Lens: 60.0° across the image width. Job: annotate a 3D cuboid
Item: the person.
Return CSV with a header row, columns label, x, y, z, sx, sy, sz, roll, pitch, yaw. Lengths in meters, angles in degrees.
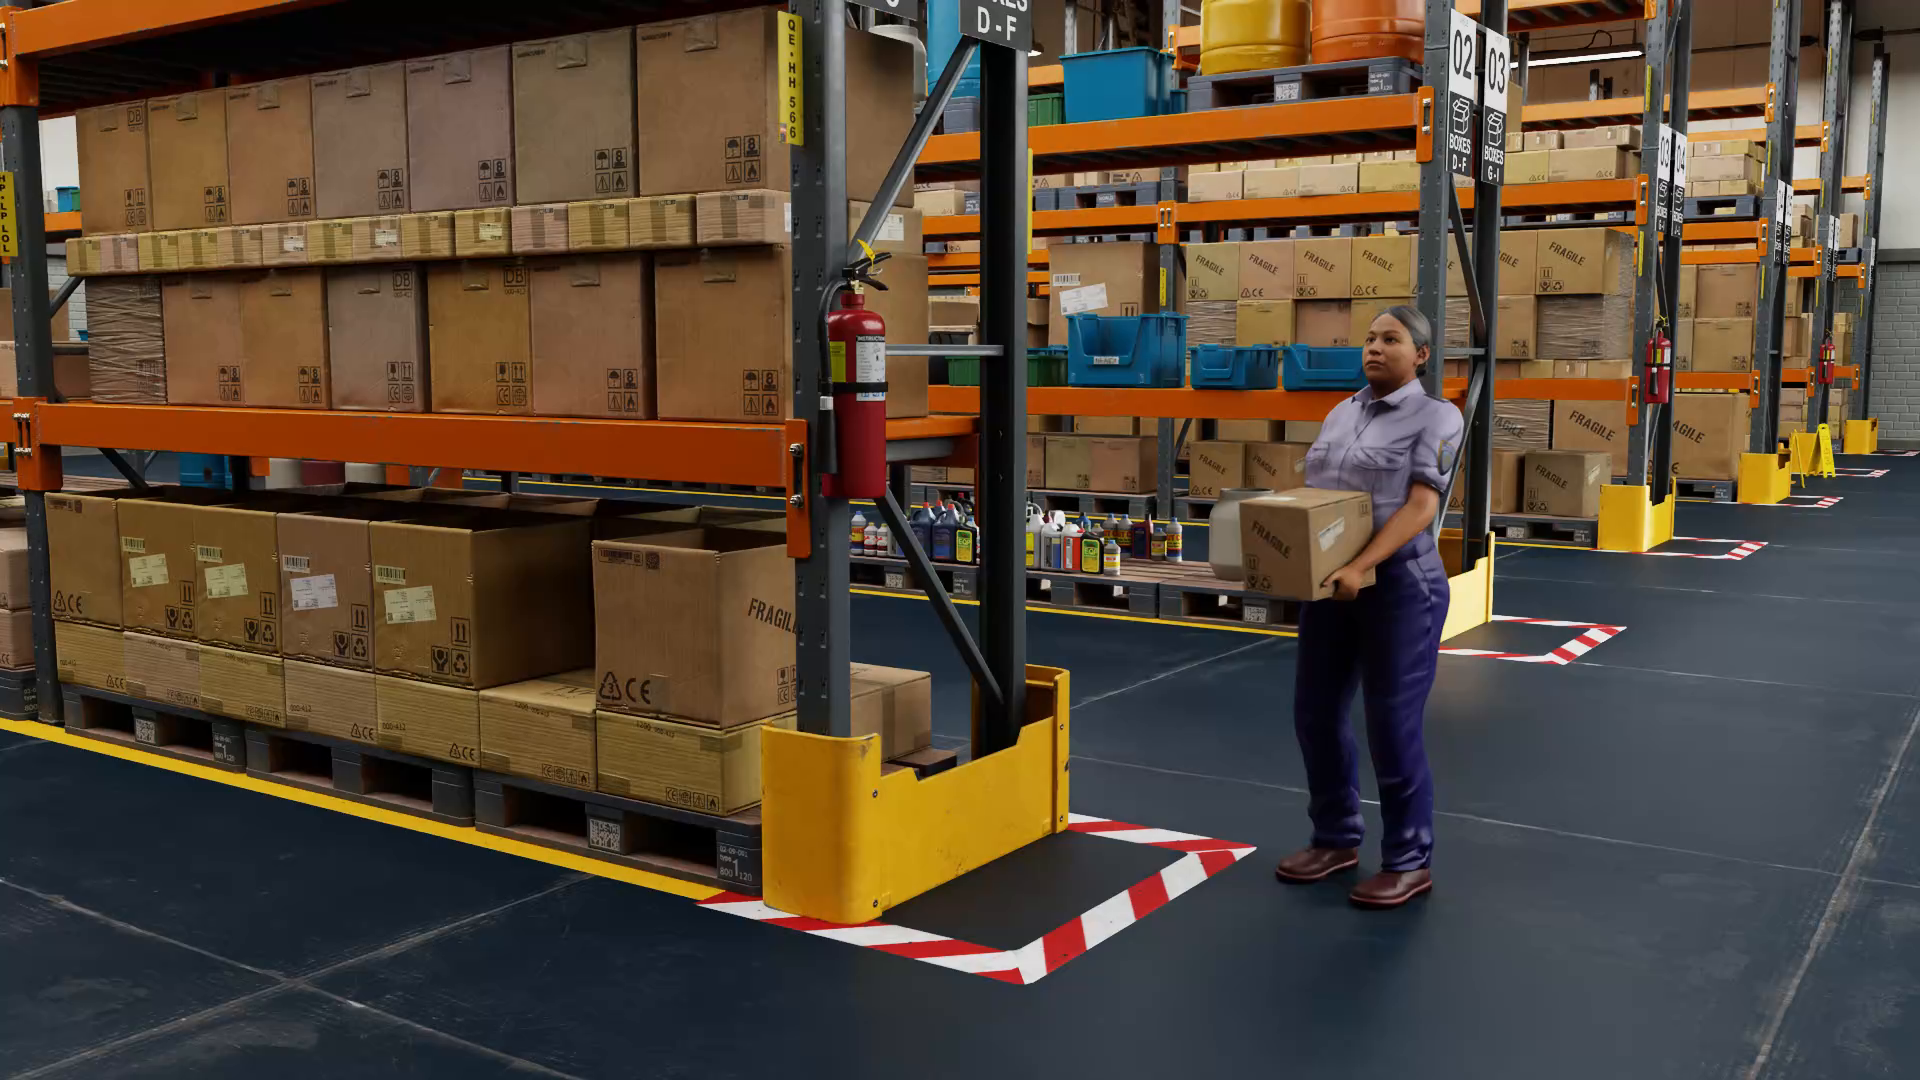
label,x,y,z,sx,sy,sz,roll,pitch,yaw
person,1.086,0.172,4.593,0.522,1.634,0.452,-5,8,-35
